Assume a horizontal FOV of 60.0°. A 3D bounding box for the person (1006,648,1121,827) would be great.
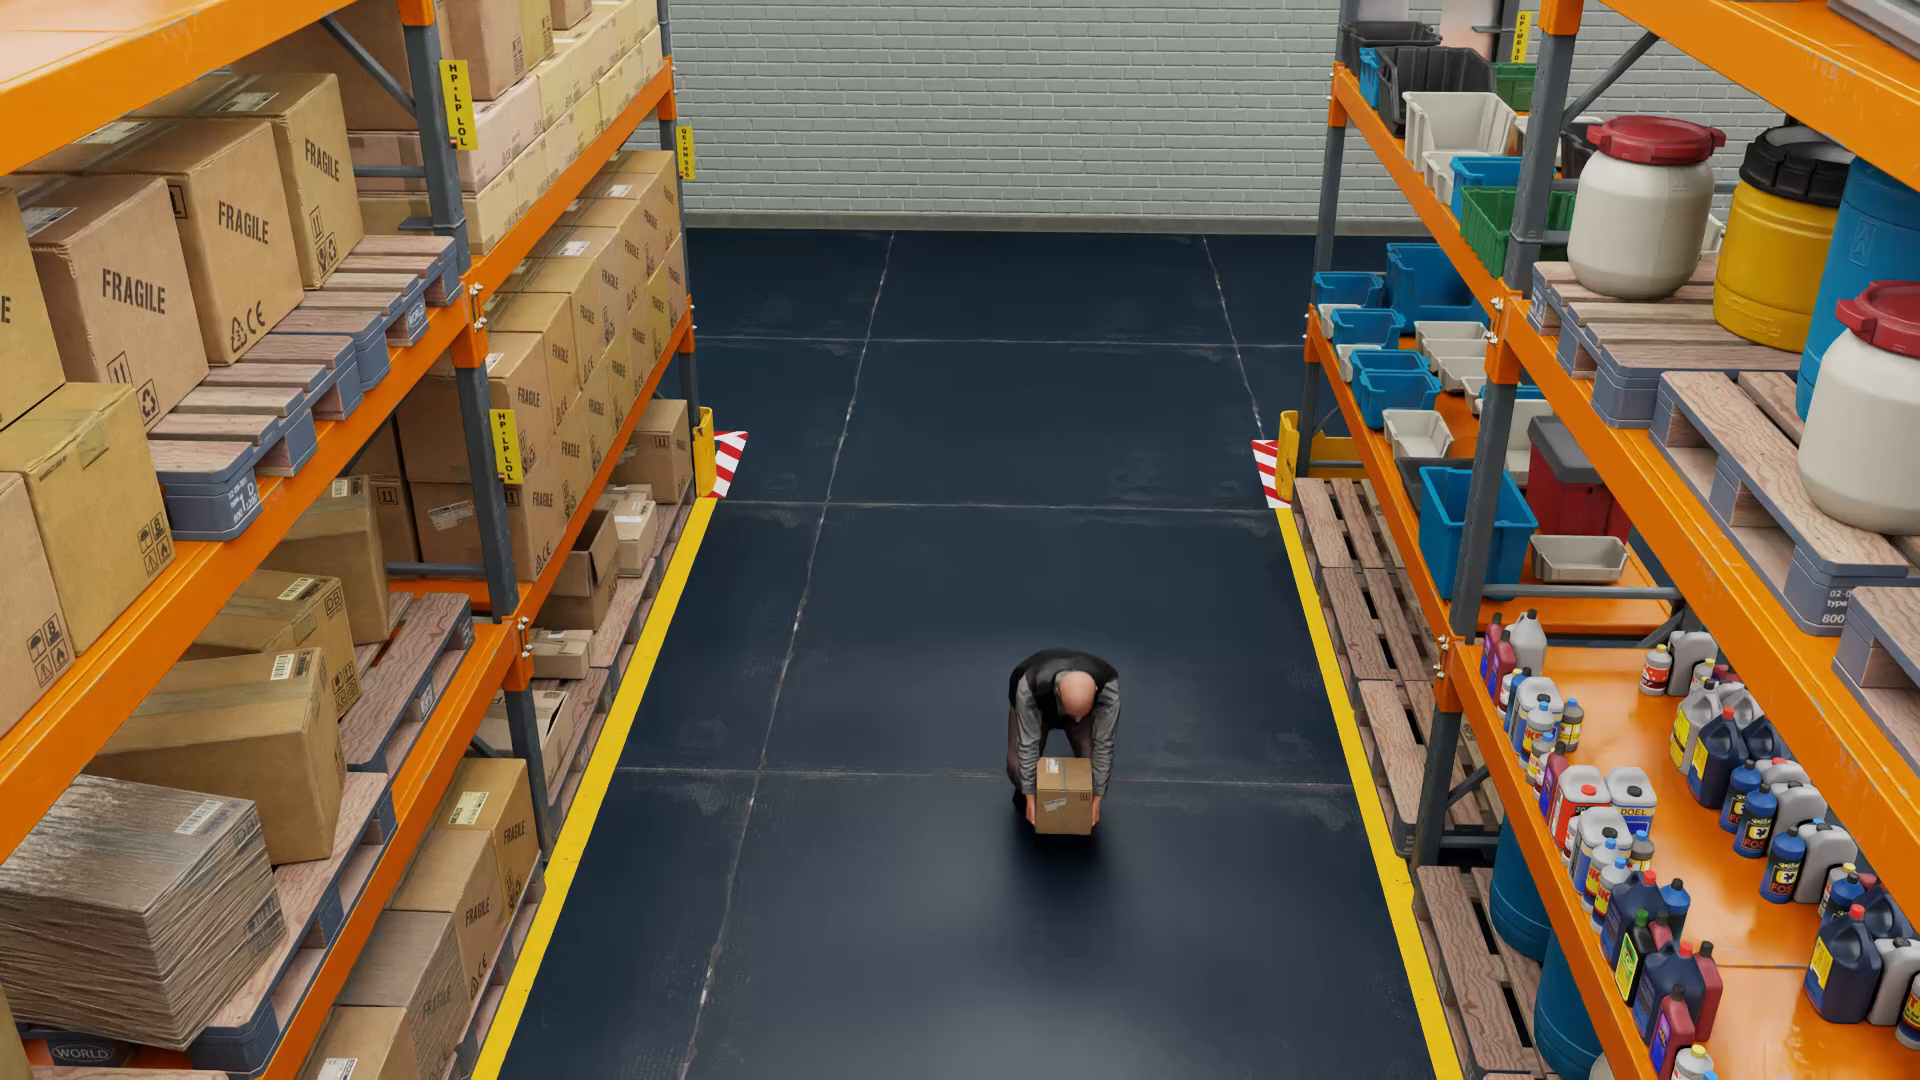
[{"bbox_3d":[0.477,0.876,7.795,0.519,0.980,0.852,0,28,1],"label":"person"}]
